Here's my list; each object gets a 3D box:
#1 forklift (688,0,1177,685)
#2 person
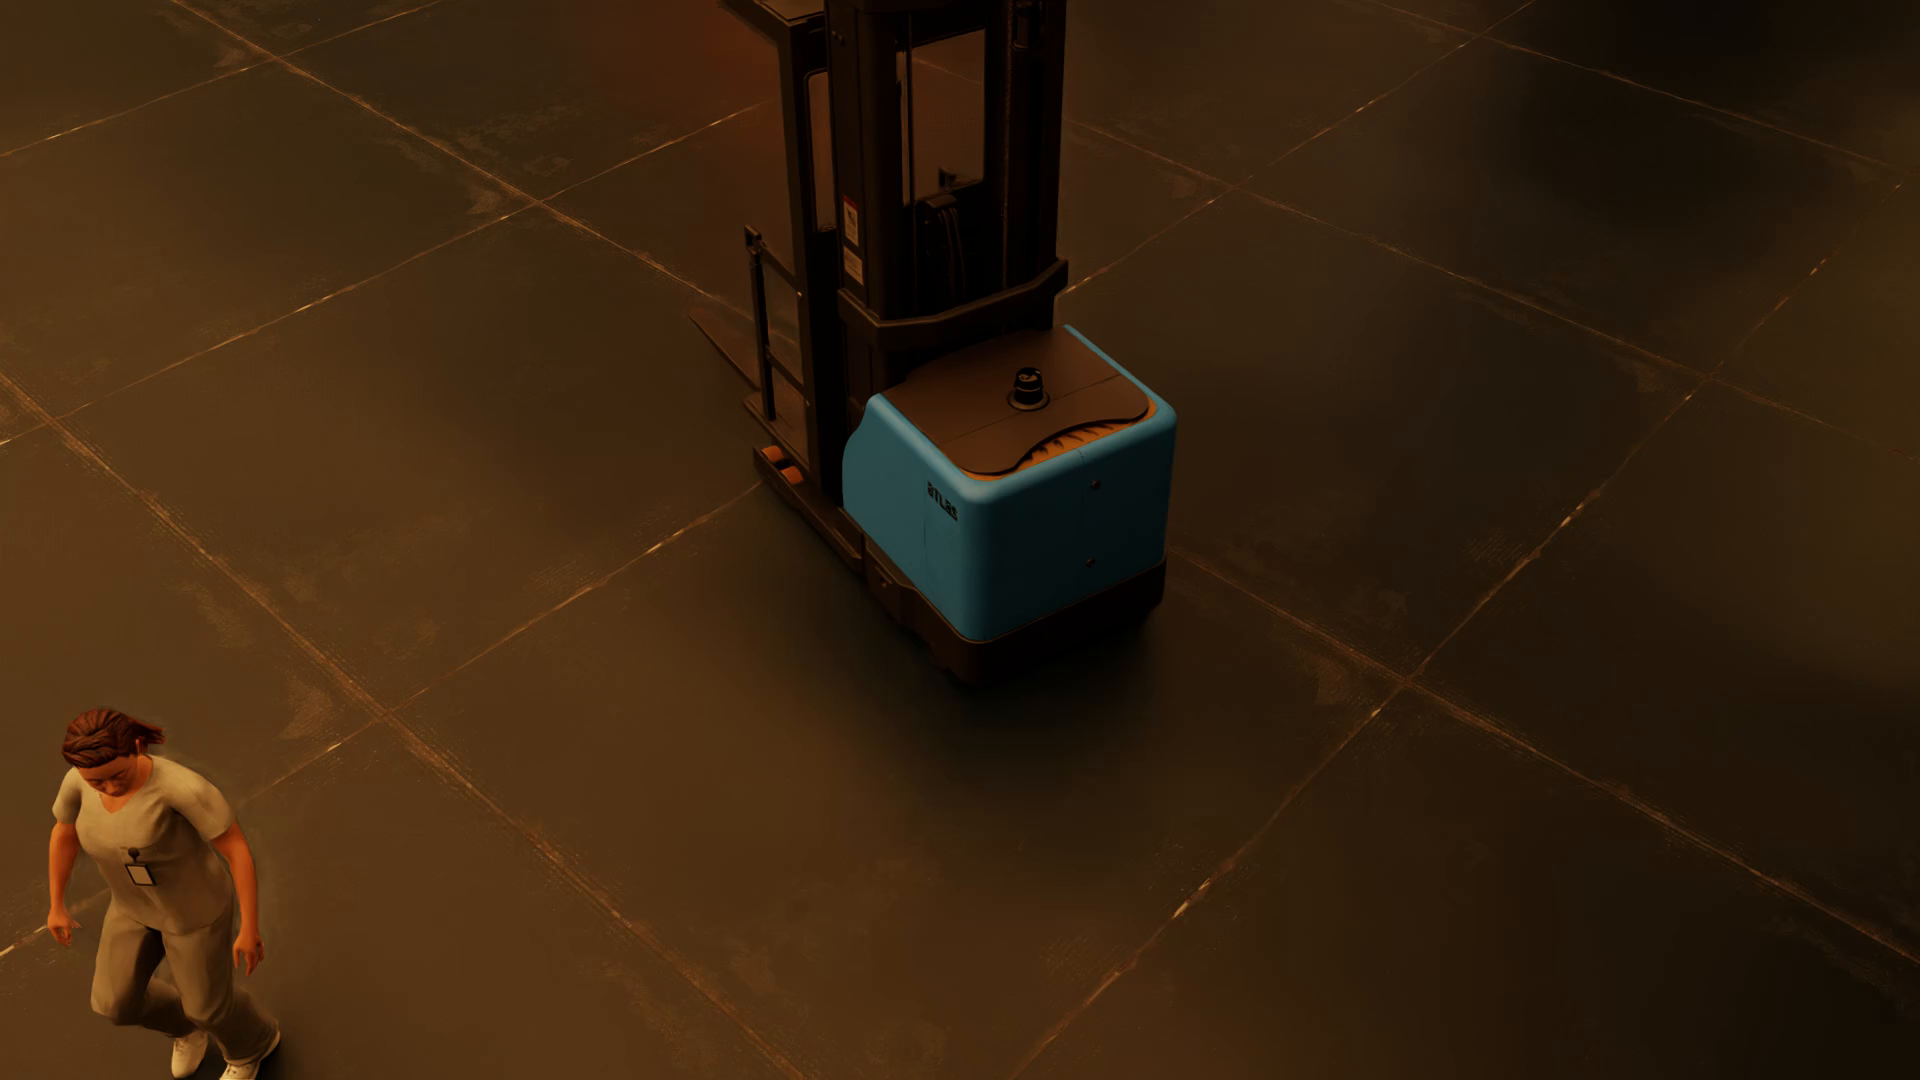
[{"bbox_3d":[-0.333,-1.446,7.113,1.130,2.935,3.031,-23,46,-24],"label":"forklift"},{"bbox_3d":[-2.387,1.155,5.079,0.713,1.665,0.480,12,42,13],"label":"person"}]
